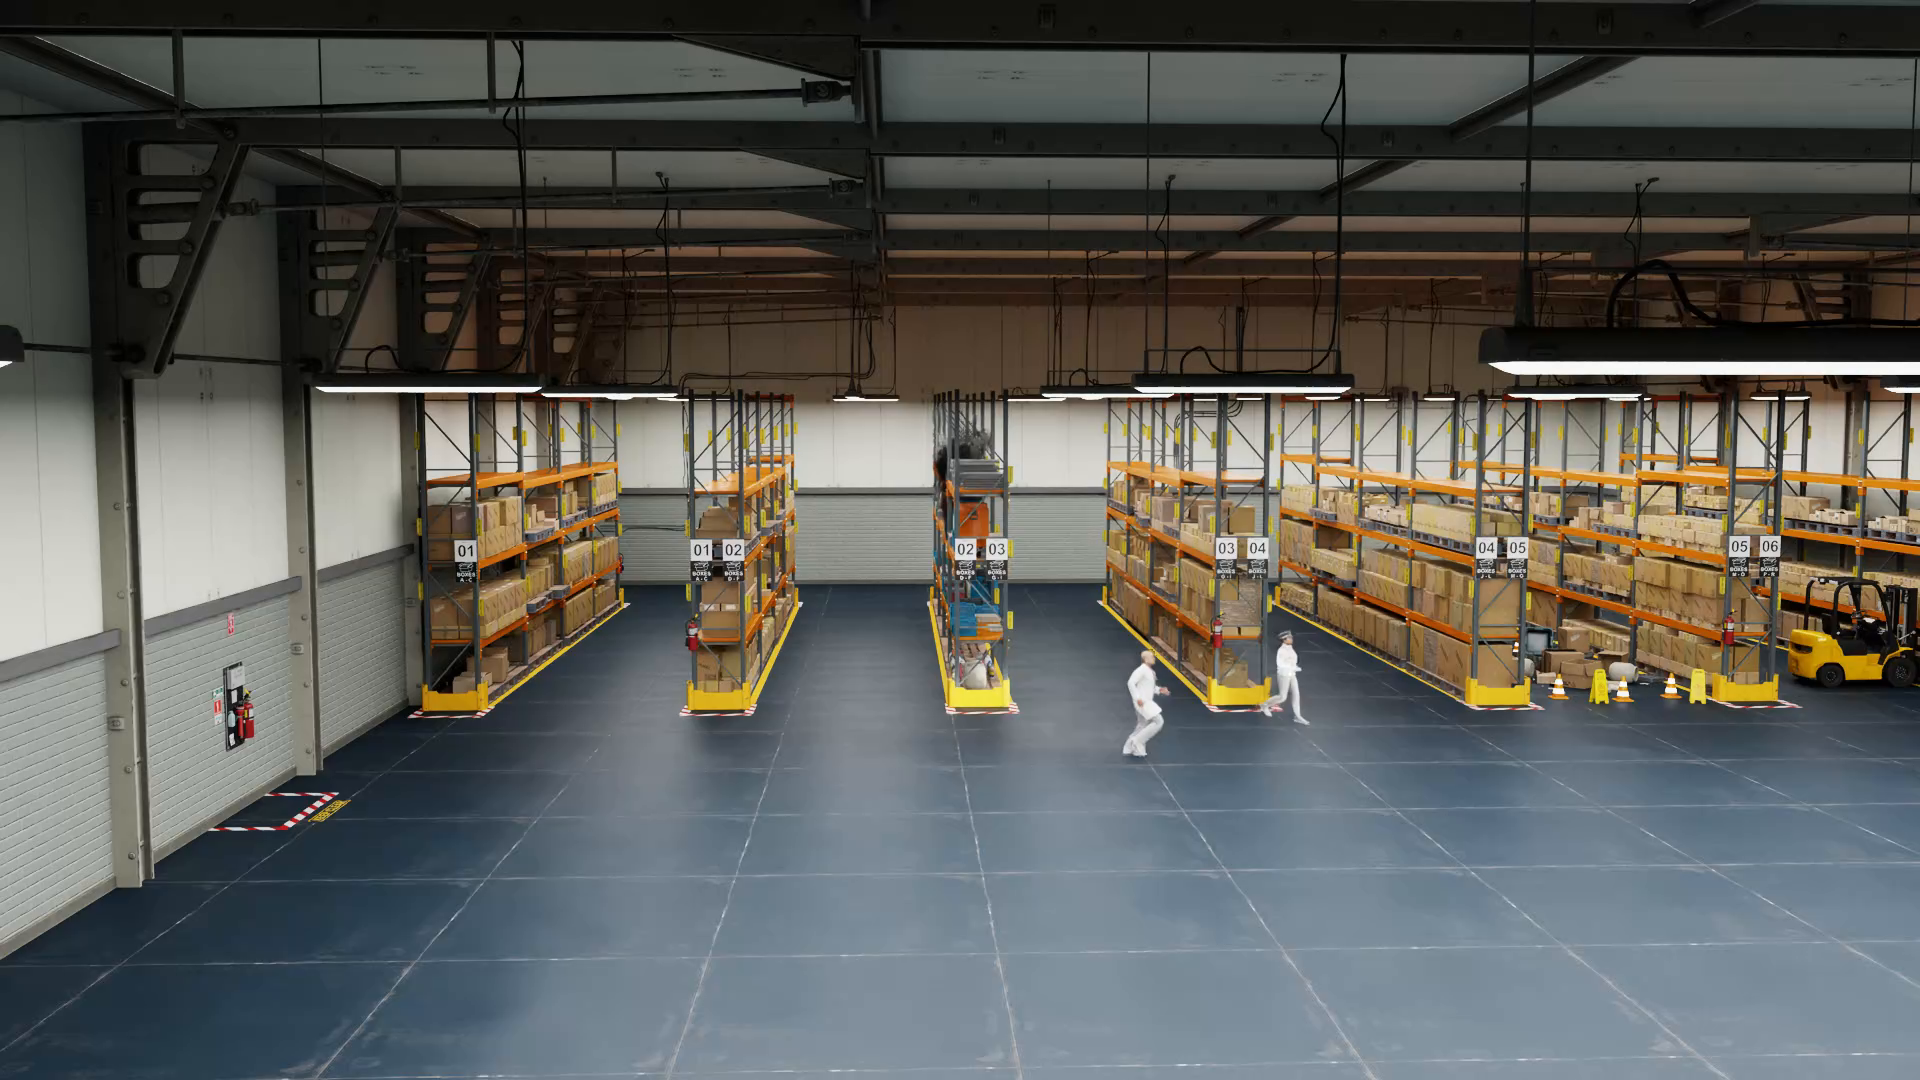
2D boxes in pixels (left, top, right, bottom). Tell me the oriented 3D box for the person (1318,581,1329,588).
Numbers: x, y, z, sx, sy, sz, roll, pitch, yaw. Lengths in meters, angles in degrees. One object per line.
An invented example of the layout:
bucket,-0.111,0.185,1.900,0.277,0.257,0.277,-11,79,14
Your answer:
person,10.567,0.899,48.843,0.763,1.674,0.550,-3,6,-34

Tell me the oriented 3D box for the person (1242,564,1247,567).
person,8.406,0.963,48.546,0.592,1.600,0.594,-3,5,-31

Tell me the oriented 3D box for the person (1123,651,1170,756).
person,3.024,2.649,26.979,0.760,1.723,0.627,1,5,13

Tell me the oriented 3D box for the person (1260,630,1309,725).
person,5.831,2.442,29.807,0.915,1.687,0.631,3,6,34
